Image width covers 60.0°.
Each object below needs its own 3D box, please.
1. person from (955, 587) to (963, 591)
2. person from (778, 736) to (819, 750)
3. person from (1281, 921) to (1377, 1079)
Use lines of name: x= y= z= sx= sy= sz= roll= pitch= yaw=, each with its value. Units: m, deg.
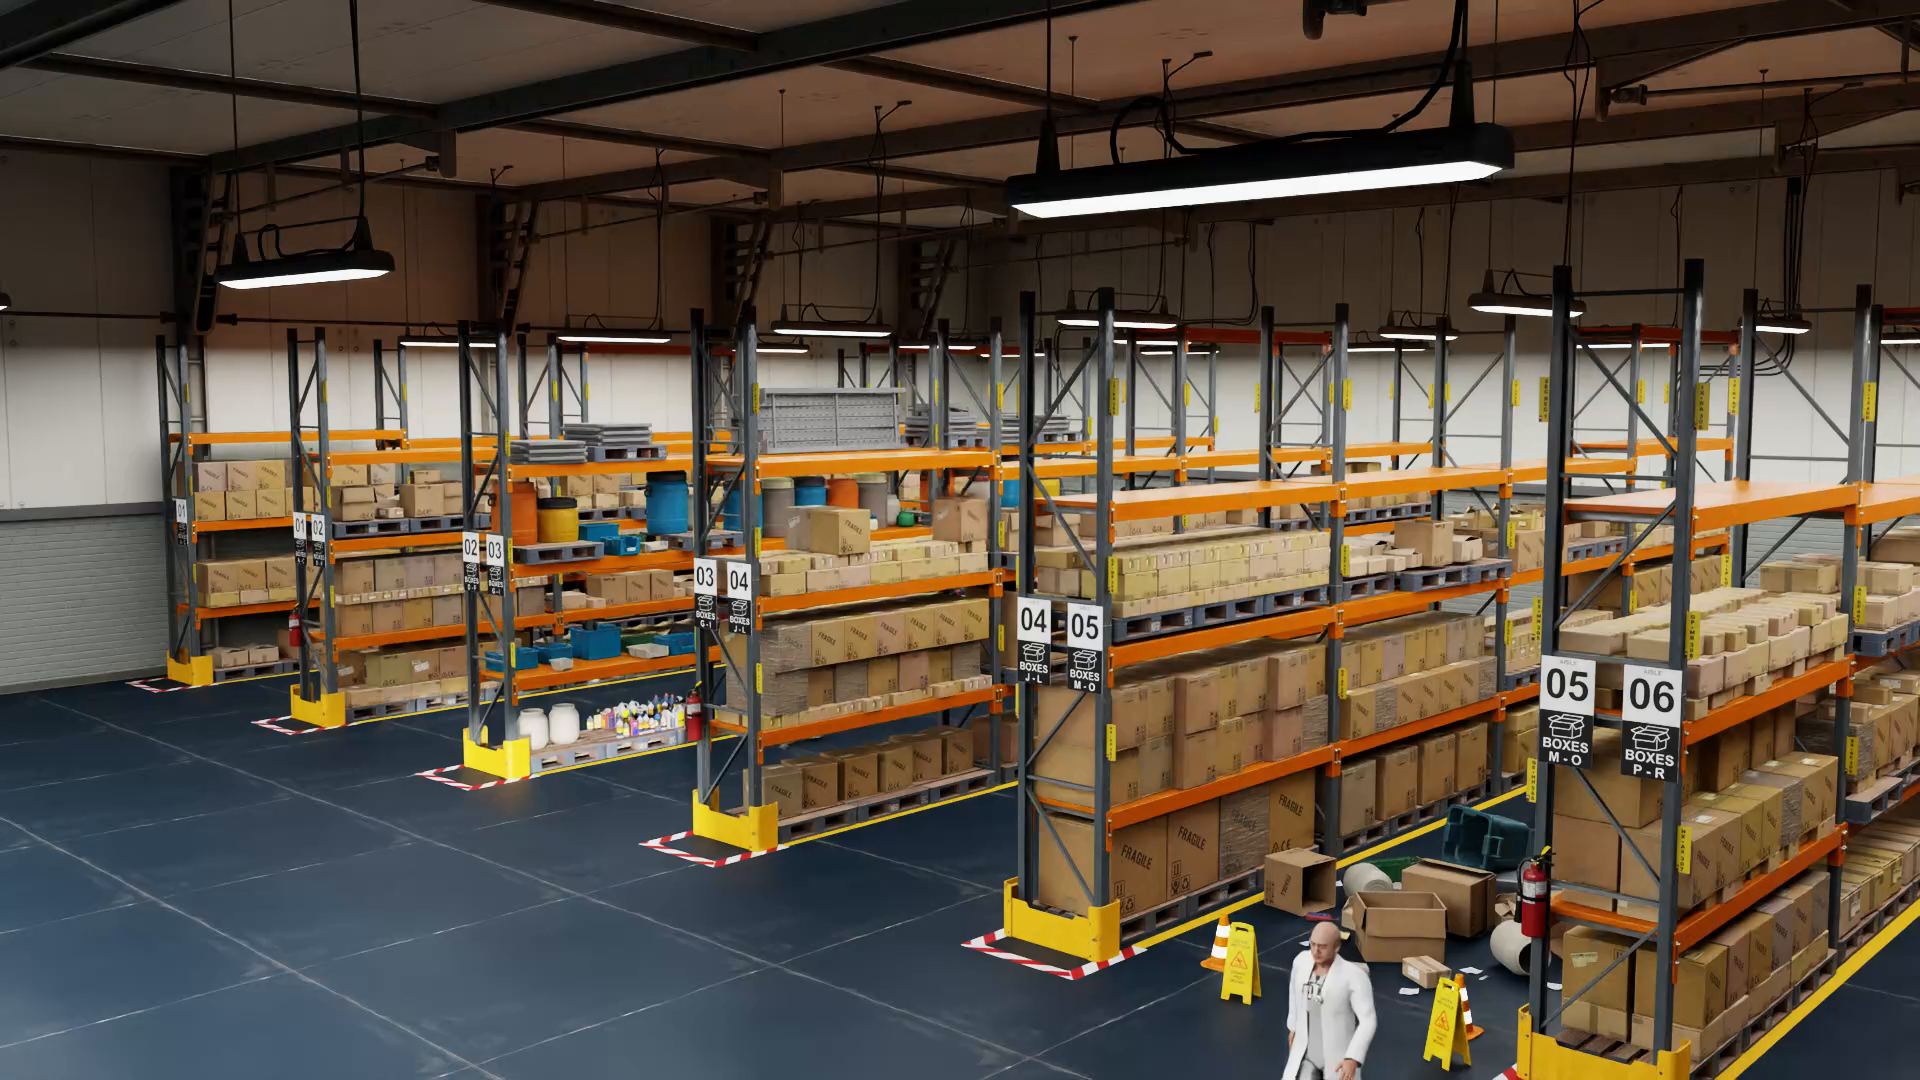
person: x=0.104 y=1.263 z=33.107 sx=0.412 sy=1.553 sz=0.888 roll=4 pitch=6 yaw=34
person: x=-2.265 y=2.115 z=23.848 sx=0.566 sy=1.668 sz=0.885 roll=2 pitch=6 yaw=17
person: x=2.330 y=3.331 z=10.603 sx=0.722 sy=1.735 sz=0.771 roll=5 pitch=7 yaw=40
